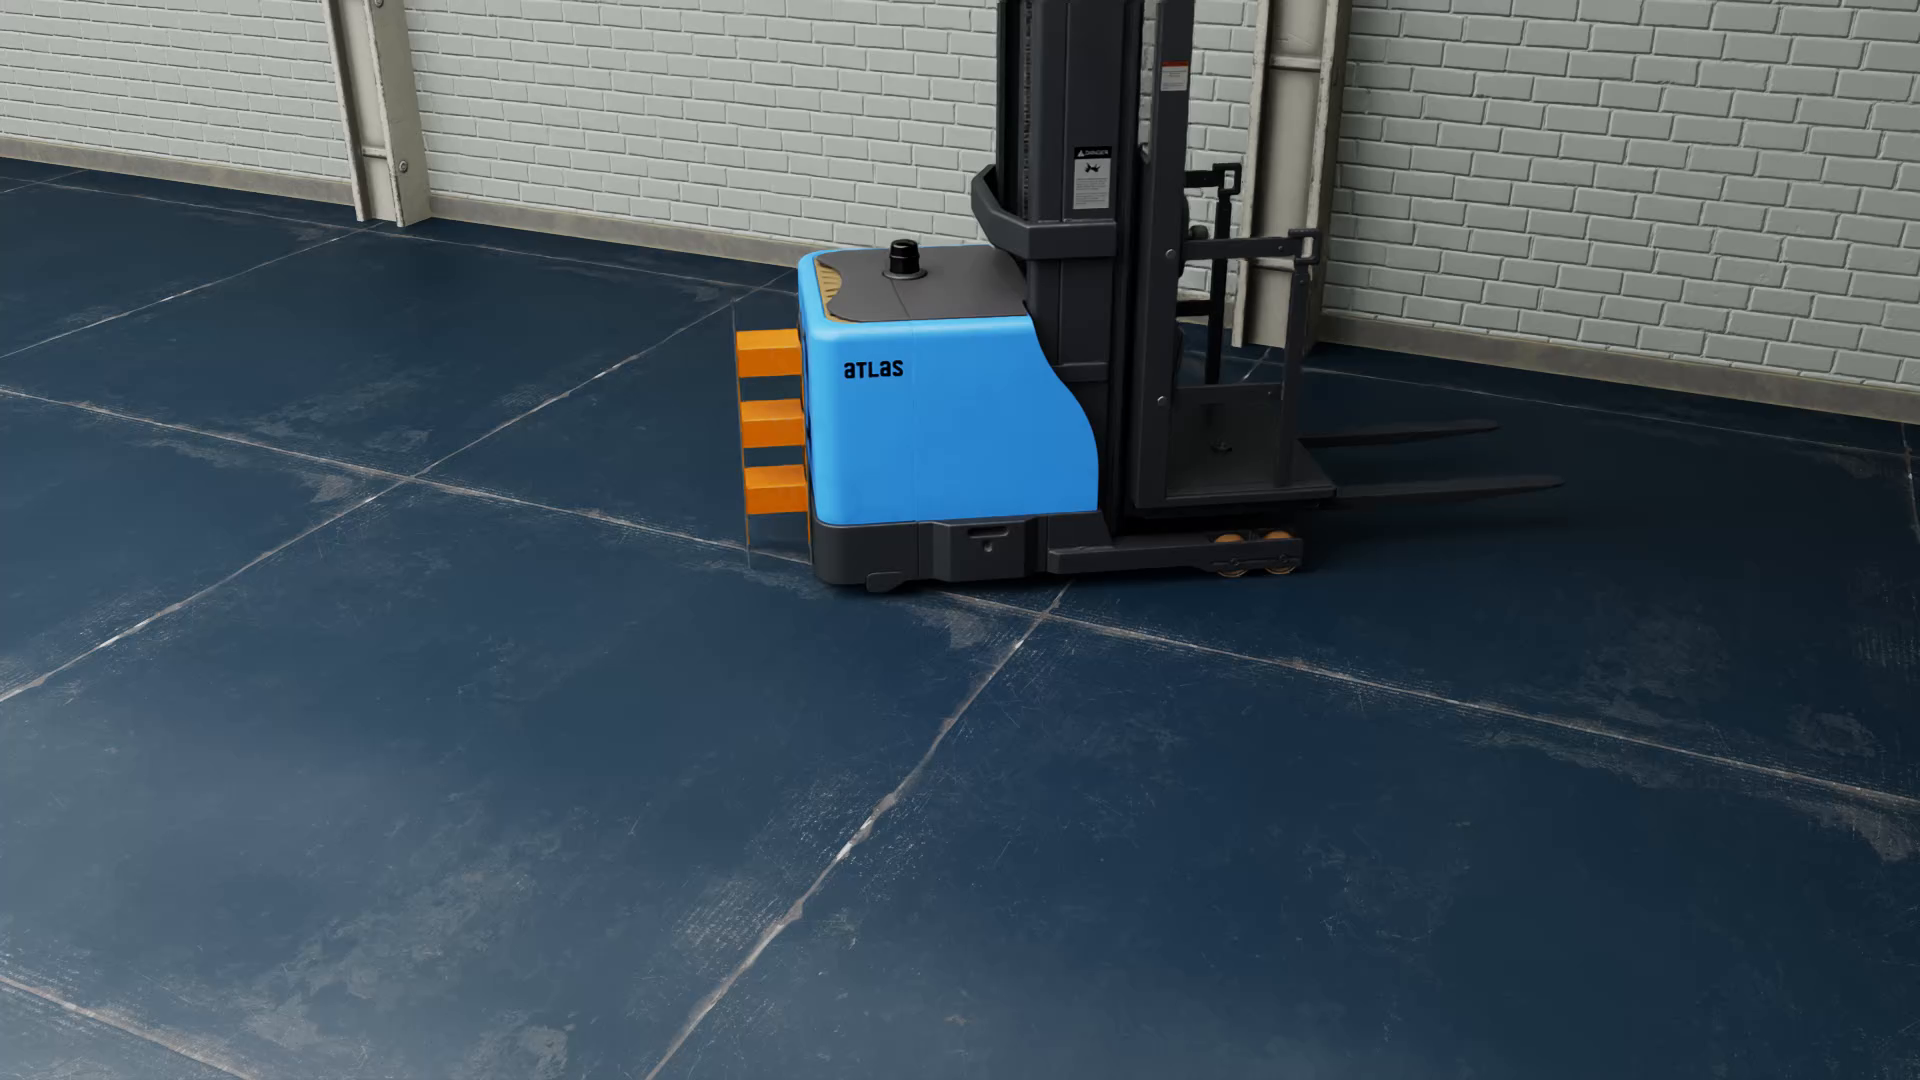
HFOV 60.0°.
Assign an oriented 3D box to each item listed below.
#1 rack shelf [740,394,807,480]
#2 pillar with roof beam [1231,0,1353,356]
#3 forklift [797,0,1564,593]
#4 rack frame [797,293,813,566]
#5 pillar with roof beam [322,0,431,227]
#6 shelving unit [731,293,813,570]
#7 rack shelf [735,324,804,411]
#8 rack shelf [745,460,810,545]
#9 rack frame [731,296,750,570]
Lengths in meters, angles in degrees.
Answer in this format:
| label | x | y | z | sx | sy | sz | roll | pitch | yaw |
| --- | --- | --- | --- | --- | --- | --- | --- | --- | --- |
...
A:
| label | x | y | z | sx | sy | sz | roll | pitch | yaw |
| --- | --- | --- | --- | --- | --- | --- | --- | --- | --- |
| rack shelf | -0.718 | -0.397 | 6.392 | 0.240 | 0.259 | 0.215 | -4 | 26 | -7 |
| pillar with roof beam | -0.095 | -3.364 | 3.394 | 0.400 | 9.000 | 9.100 | 11 | 28 | 22 |
| forklift | 0.896 | -1.397 | 6.269 | 3.031 | 2.935 | 1.130 | -4 | 26 | -7 |
| rack frame | -0.597 | -0.414 | 6.402 | 0.008 | 1.050 | 0.200 | -4 | 26 | -7 |
| pillar with roof beam | -5.557 | -4.461 | 5.622 | 0.400 | 9.000 | 9.100 | 11 | 28 | 22 |
| shelving unit | -0.718 | -0.406 | 6.387 | 0.252 | 1.050 | 0.215 | -4 | 26 | -7 |
| rack shelf | -0.718 | -0.652 | 6.266 | 0.240 | 0.259 | 0.215 | -4 | 26 | -7 |
| rack shelf | -0.718 | -0.148 | 6.514 | 0.240 | 0.259 | 0.215 | -4 | 26 | -7 |
| rack frame | -0.839 | -0.399 | 6.372 | 0.008 | 1.050 | 0.200 | -4 | 26 | -7 |
